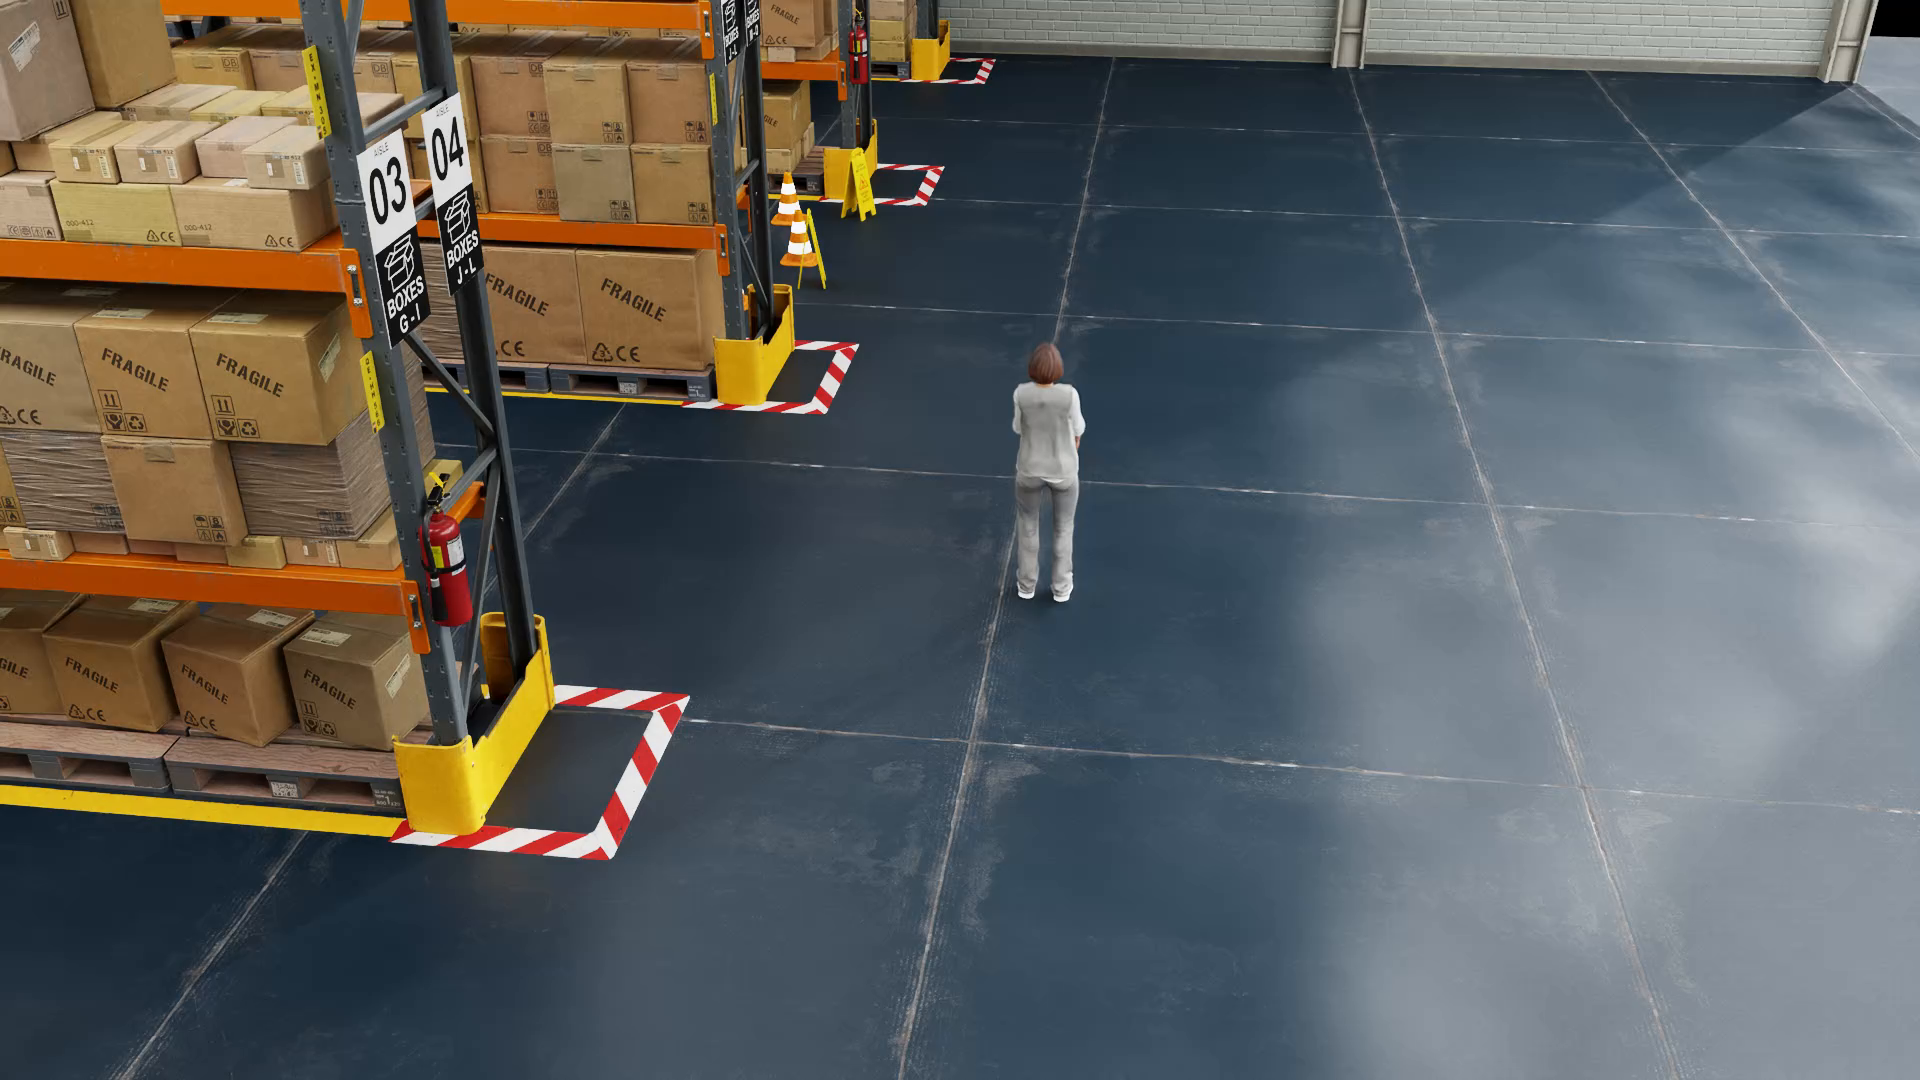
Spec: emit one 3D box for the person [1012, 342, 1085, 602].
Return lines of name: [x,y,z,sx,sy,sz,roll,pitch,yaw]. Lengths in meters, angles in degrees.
person: [0.495,-0.420,9.406,0.406,1.588,0.495,4,29,7]
